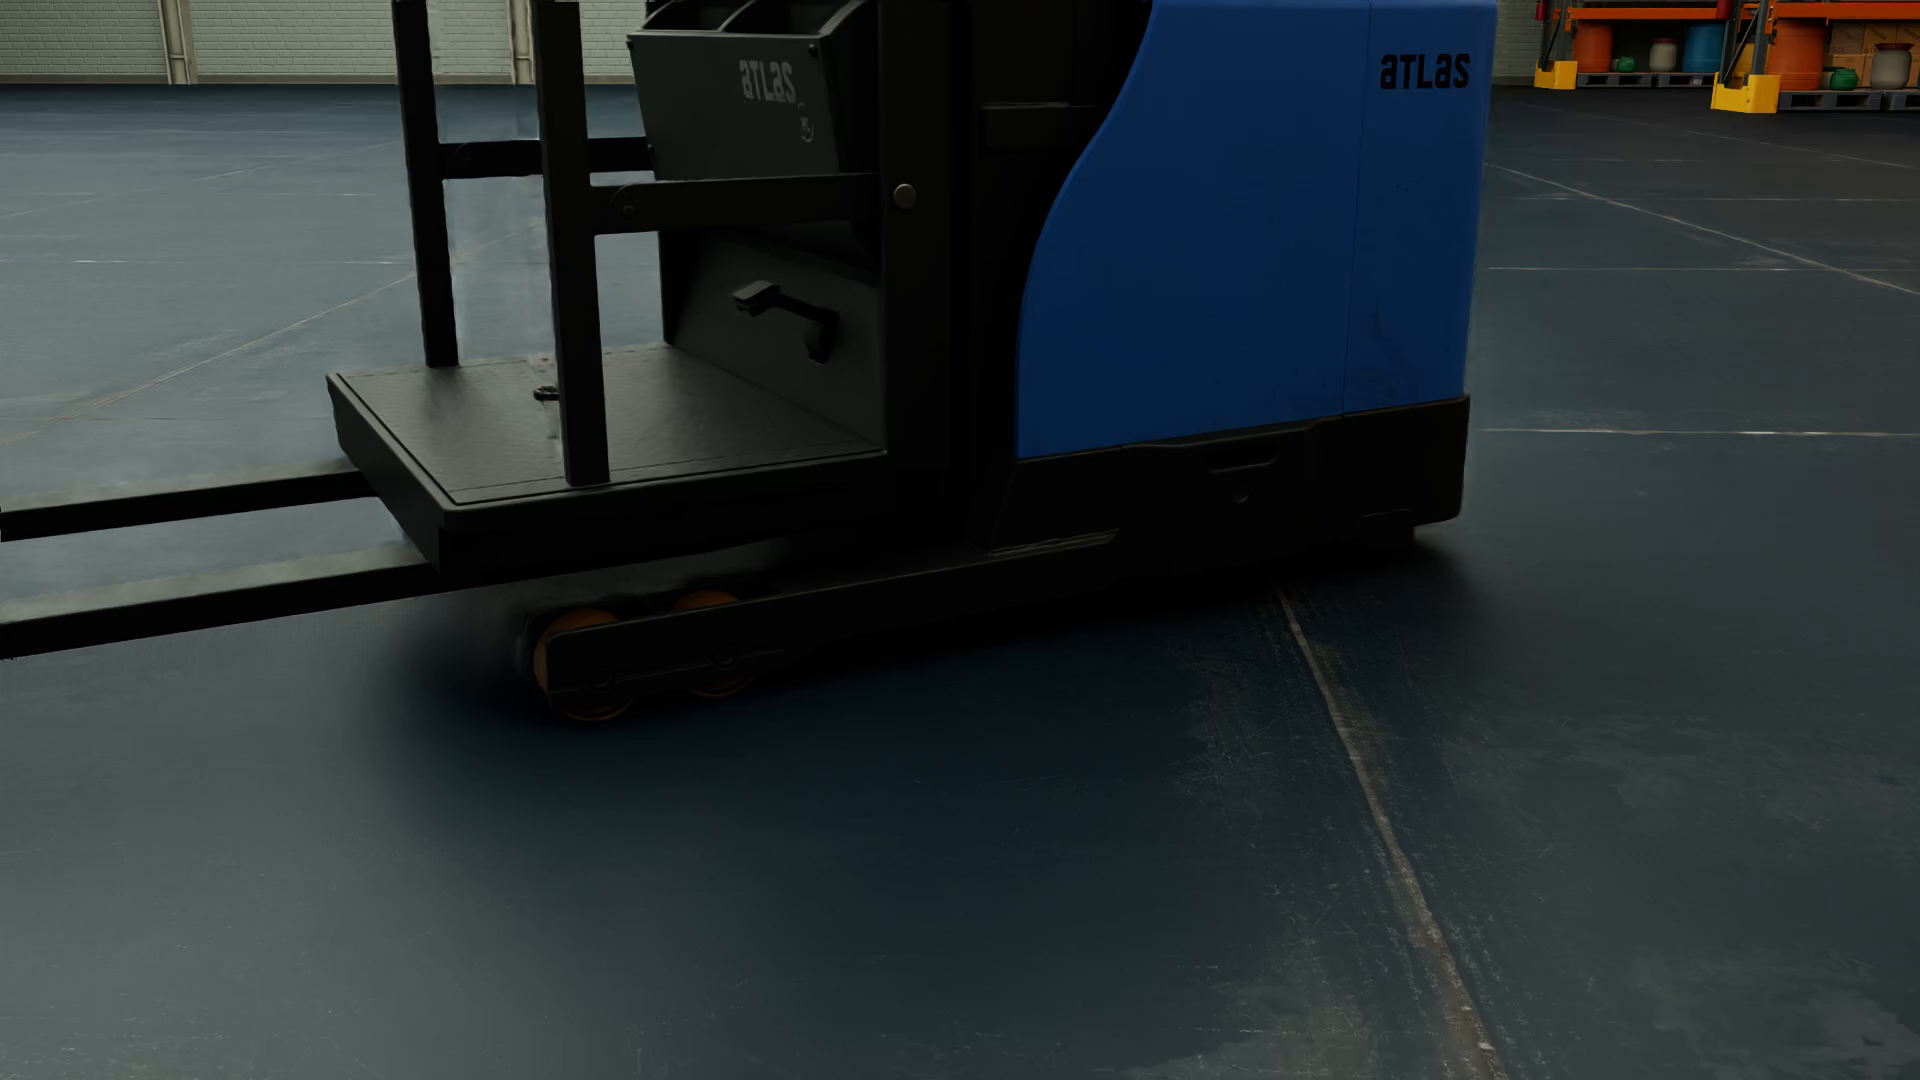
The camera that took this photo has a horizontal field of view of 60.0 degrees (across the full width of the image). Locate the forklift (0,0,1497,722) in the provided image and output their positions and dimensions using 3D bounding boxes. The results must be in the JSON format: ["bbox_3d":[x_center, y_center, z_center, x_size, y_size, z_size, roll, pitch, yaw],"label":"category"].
[{"bbox_3d":[-0.546,-1.305,2.633,3.031,2.935,1.130,-9,19,-27],"label":"forklift"}]
